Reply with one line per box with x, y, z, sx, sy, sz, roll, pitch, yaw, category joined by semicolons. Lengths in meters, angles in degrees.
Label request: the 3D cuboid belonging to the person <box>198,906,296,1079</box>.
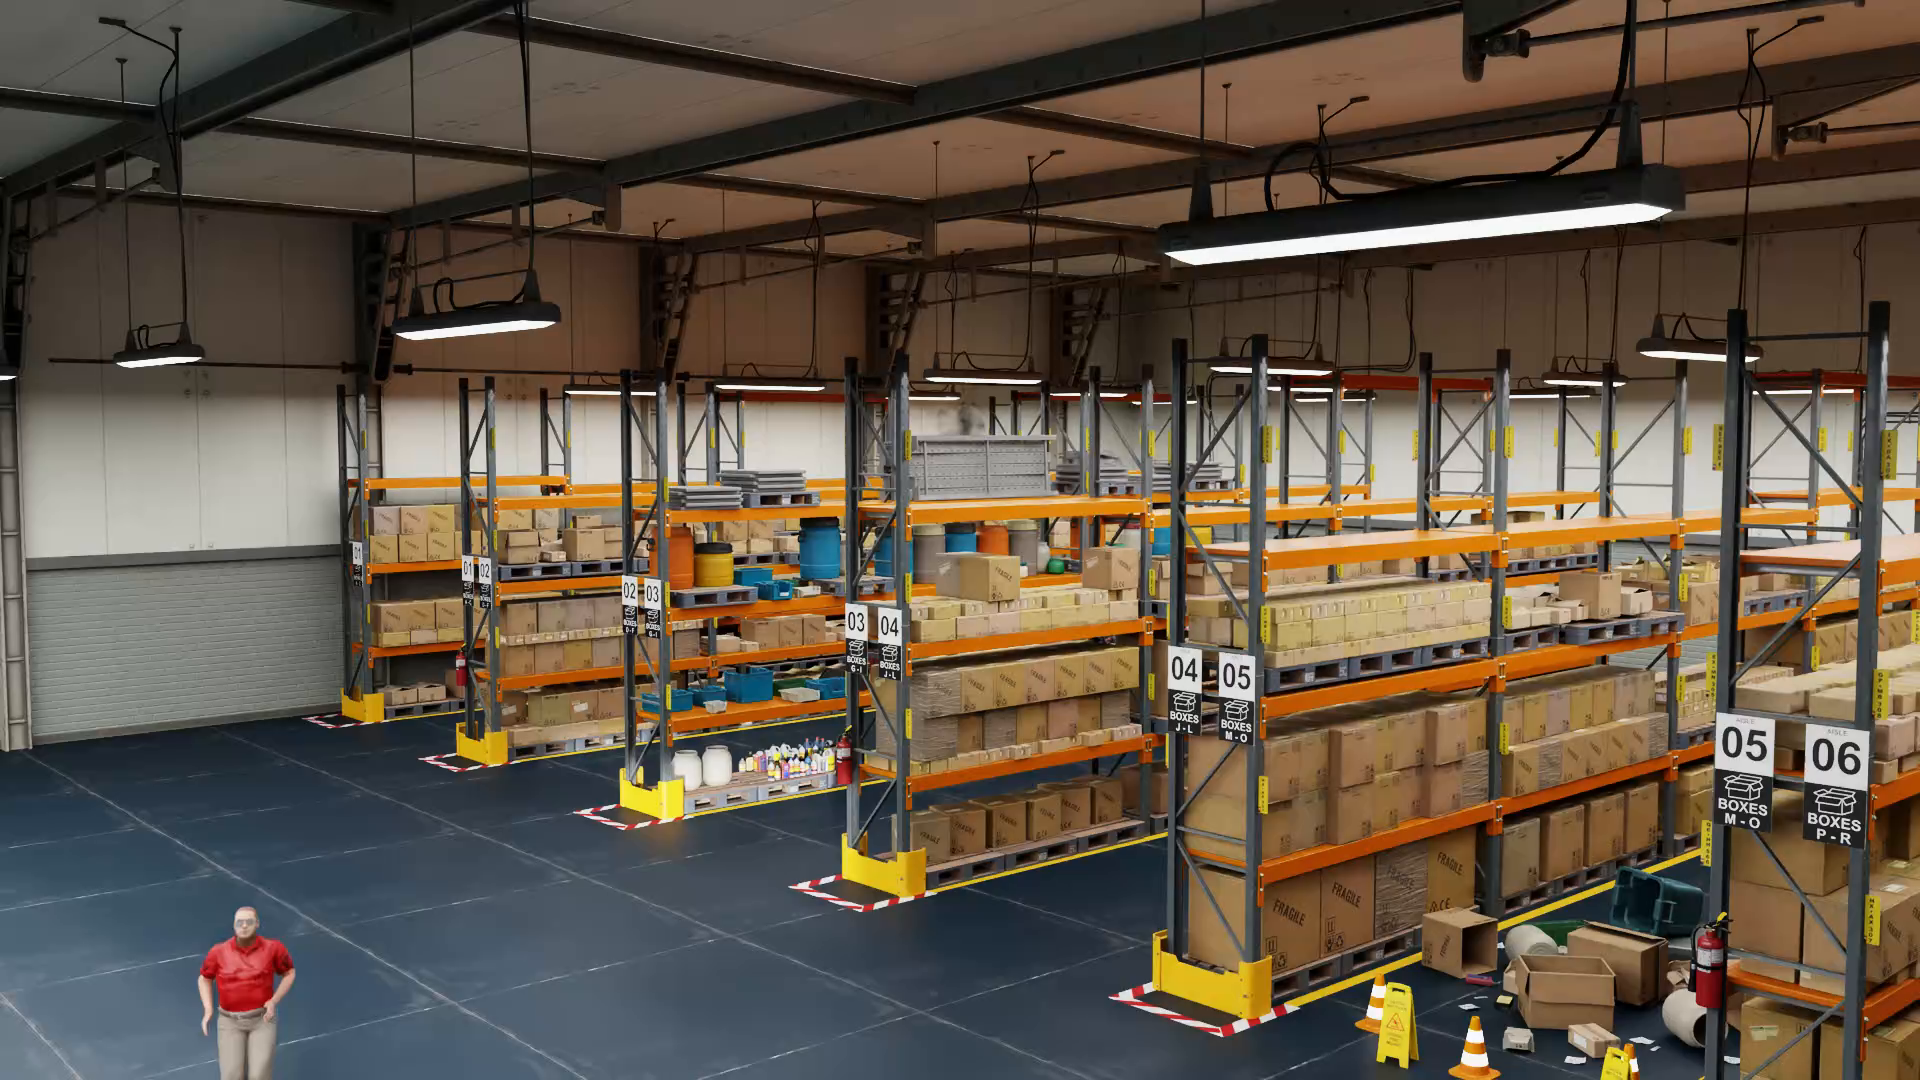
-5.239;3.528;12.239;0.670;1.684;0.599;-1;4;-20;person
